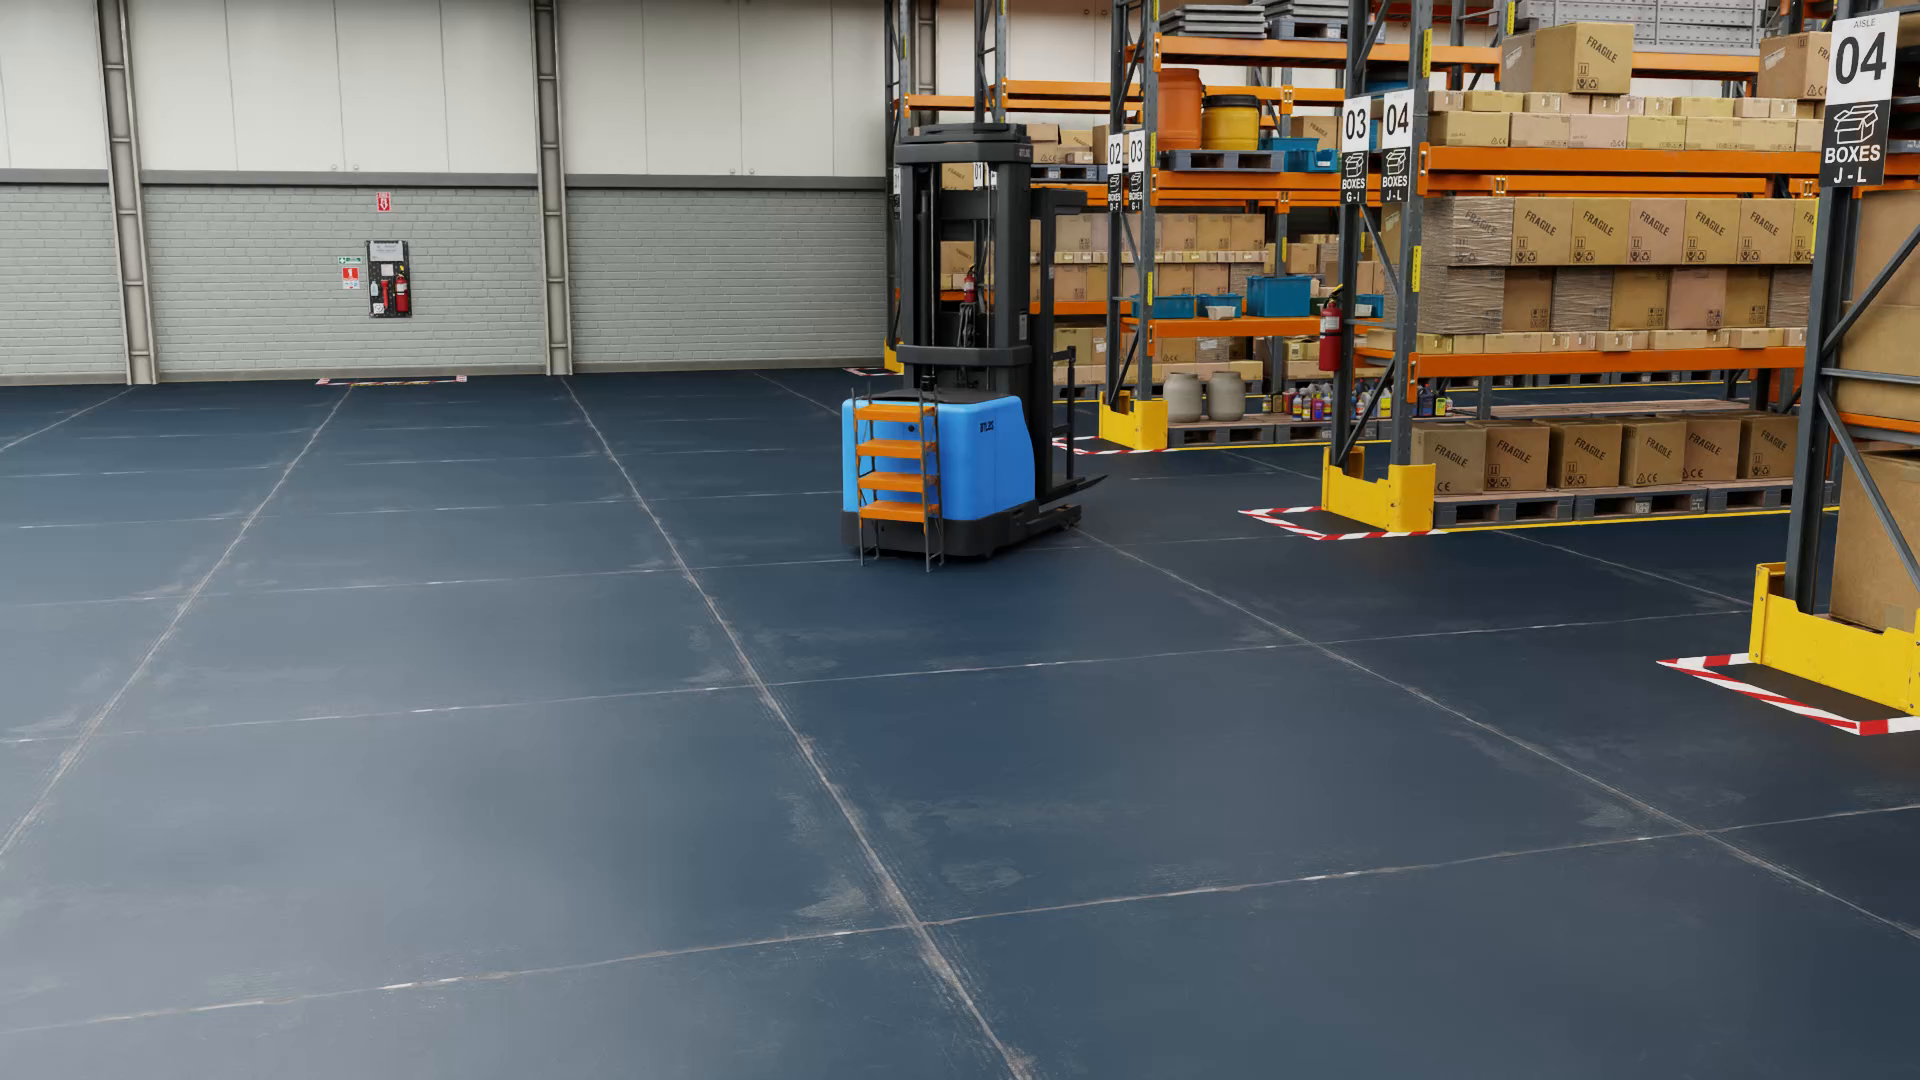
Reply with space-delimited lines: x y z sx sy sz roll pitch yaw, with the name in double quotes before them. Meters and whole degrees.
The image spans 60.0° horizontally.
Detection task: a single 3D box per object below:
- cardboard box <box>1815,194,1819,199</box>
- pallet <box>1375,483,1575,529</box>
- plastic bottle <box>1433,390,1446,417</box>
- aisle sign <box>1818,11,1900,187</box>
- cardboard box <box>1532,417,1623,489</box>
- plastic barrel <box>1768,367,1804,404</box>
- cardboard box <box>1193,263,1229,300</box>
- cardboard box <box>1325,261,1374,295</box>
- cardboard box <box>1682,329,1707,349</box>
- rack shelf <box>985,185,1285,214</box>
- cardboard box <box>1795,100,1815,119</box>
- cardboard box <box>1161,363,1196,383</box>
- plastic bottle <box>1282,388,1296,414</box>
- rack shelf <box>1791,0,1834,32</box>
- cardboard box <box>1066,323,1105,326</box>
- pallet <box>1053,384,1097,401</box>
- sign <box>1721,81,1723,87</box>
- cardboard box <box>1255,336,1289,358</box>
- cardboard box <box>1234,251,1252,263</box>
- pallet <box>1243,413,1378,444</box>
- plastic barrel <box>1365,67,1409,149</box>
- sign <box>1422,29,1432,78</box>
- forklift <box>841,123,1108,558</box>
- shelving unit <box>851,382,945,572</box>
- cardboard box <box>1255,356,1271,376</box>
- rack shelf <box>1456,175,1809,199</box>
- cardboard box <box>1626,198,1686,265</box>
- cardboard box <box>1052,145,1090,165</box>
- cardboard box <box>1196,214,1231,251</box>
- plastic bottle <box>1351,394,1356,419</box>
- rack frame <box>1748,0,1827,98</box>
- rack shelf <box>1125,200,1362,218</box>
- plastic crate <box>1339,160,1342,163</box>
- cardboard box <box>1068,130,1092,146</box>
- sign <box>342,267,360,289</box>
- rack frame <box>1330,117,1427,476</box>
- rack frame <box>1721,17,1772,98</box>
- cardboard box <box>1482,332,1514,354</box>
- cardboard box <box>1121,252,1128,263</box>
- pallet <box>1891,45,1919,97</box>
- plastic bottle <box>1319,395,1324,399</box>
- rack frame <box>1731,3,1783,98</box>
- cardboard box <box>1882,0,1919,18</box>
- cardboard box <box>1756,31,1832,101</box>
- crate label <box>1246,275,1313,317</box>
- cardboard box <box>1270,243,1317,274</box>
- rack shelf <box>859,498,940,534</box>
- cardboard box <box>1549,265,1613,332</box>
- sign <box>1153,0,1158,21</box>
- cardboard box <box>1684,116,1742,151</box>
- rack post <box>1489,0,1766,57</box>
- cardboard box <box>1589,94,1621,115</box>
"cardboard box" 7.793 -2.352 13.720 1.000 1.000 1.000 -3 11 -16
"pallet" 4.013 -0.299 13.090 1.213 0.211 1.003 -3 11 -16
"plastic bottle" 5.237 -1.494 18.166 0.133 0.283 0.061 -2 11 -13
"aisle sign" 4.288 -2.092 7.944 0.004 0.787 0.394 -3 11 -16
"cardboard box" 4.925 -0.703 13.322 0.500 0.500 0.500 -2 11 -11
"plastic barrel" 9.912 -2.065 19.812 0.708 0.830 0.600 -3 11 -16
"cardboard box" 3.297 -3.555 22.794 0.500 0.500 0.700 -3 11 -17
"cardboard box" 5.474 -3.669 23.413 0.500 0.500 0.500 -2 11 -12
"cardboard box" 5.653 -1.594 13.116 0.250 0.149 0.380 -3 11 -16
"rack shelf" 2.305 -4.577 22.326 4.000 0.370 1.077 -3 11 -16
"cardboard box" 6.478 -3.368 13.083 0.250 0.149 0.380 -3 11 -15
"cardboard box" 2.883 -2.298 22.679 0.500 0.250 0.500 -3 11 -16
"plastic bottle" 3.657 -1.547 18.473 0.135 0.276 0.152 -3 11 -16
"rack shelf" 8.911 -4.336 13.834 4.000 0.370 1.077 -3 11 -16
"cardboard box" 1.773 -2.709 22.842 0.500 0.500 0.500 -3 11 -16
"pallet" 1.108 -2.029 22.484 1.213 0.211 1.003 -3 11 -16
"sign" 14.210 -8.609 30.941 0.005 0.325 0.100 -3 11 -16
"cardboard box" 4.534 -2.757 23.624 0.500 0.311 0.500 -3 11 -16
"cardboard box" 3.787 -3.862 22.671 0.250 0.149 0.380 -3 11 -17
"pallet" 3.777 -1.235 18.172 1.213 0.211 1.003 -3 11 -16
"plastic barrel" 4.621 -4.592 17.876 0.708 0.901 0.600 -3 11 -16
"sign" 3.302 -3.443 11.764 0.005 0.325 0.100 -3 11 -16
"forklift" 0.271 -1.544 12.340 1.130 2.935 3.031 5 12 25
"shelving unit" -0.404 -0.418 10.946 0.503 1.200 0.258 5 16 25
"cardboard box" 4.543 -2.482 23.680 0.500 0.250 0.500 -3 11 -16
"rack shelf" 7.527 -3.918 18.747 4.000 0.370 1.077 -3 11 -16
"cardboard box" 5.195 -2.376 12.807 0.500 0.500 0.500 -3 11 -16
"cardboard box" 1.417 -5.135 22.239 0.500 0.250 0.500 -3 11 -16
"cardboard box" 3.317 -4.195 22.687 0.500 0.500 0.700 -3 11 -16
"plastic bottle" 4.214 -1.438 17.893 0.097 0.271 0.097 0 10 0
"rack frame" 9.447 -5.848 18.960 0.127 3.000 1.000 -3 11 -16
"rack shelf" 4.758 -5.640 28.102 4.000 0.370 1.077 -3 11 -16
"plastic crate" 4.179 -3.890 17.333 0.396 0.136 0.243 -3 11 -16
"cardboard box" 1.906 -6.341 26.830 0.500 0.500 0.500 -2 11 -13
"sign" -9.277 -3.987 25.318 0.234 0.329 0.001 -3 11 -16
"rack frame" 3.150 -1.632 12.627 0.127 3.000 1.000 -3 11 -16
"rack frame" 14.359 -7.975 30.514 0.127 3.000 1.000 -3 11 -16
"cardboard box" 3.980 -1.501 12.608 0.250 0.149 0.380 -3 11 -16
"cardboard box" 2.058 -3.770 22.175 0.250 0.149 0.380 -3 11 -17
"pallet" 5.149 -2.236 7.866 1.213 0.211 1.003 -3 11 -16
"plastic bottle" 4.023 -1.508 18.465 0.097 0.201 0.097 0 10 0
"rack frame" 11.907 -6.912 24.738 0.127 3.000 1.000 -3 11 -16
"cardboard box" 4.832 -2.642 7.982 0.500 0.250 0.500 -3 11 -15
"cardboard box" 6.630 -3.684 13.009 0.500 0.500 0.500 -3 11 -18
"crate label" 3.458 -2.651 18.062 0.616 0.435 0.502 -3 11 -16
"cardboard box" 5.701 -4.827 28.491 0.500 0.500 0.700 -4 11 -21
"rack shelf" -0.394 -0.161 11.014 0.480 0.148 0.258 5 16 25
"cardboard box" 4.625 -1.915 13.064 0.500 0.500 0.875 -3 11 -16
"sign" 1.916 -5.245 16.259 0.005 0.325 0.100 -3 11 -16
"cardboard box" 5.634 -3.116 12.818 0.500 0.250 0.500 -3 11 -16
"rack post" 7.473 -5.859 18.465 3.121 1.000 1.013 -3 11 -16
"cardboard box" 4.738 -3.263 12.516 0.250 0.149 0.380 -4 11 -19
